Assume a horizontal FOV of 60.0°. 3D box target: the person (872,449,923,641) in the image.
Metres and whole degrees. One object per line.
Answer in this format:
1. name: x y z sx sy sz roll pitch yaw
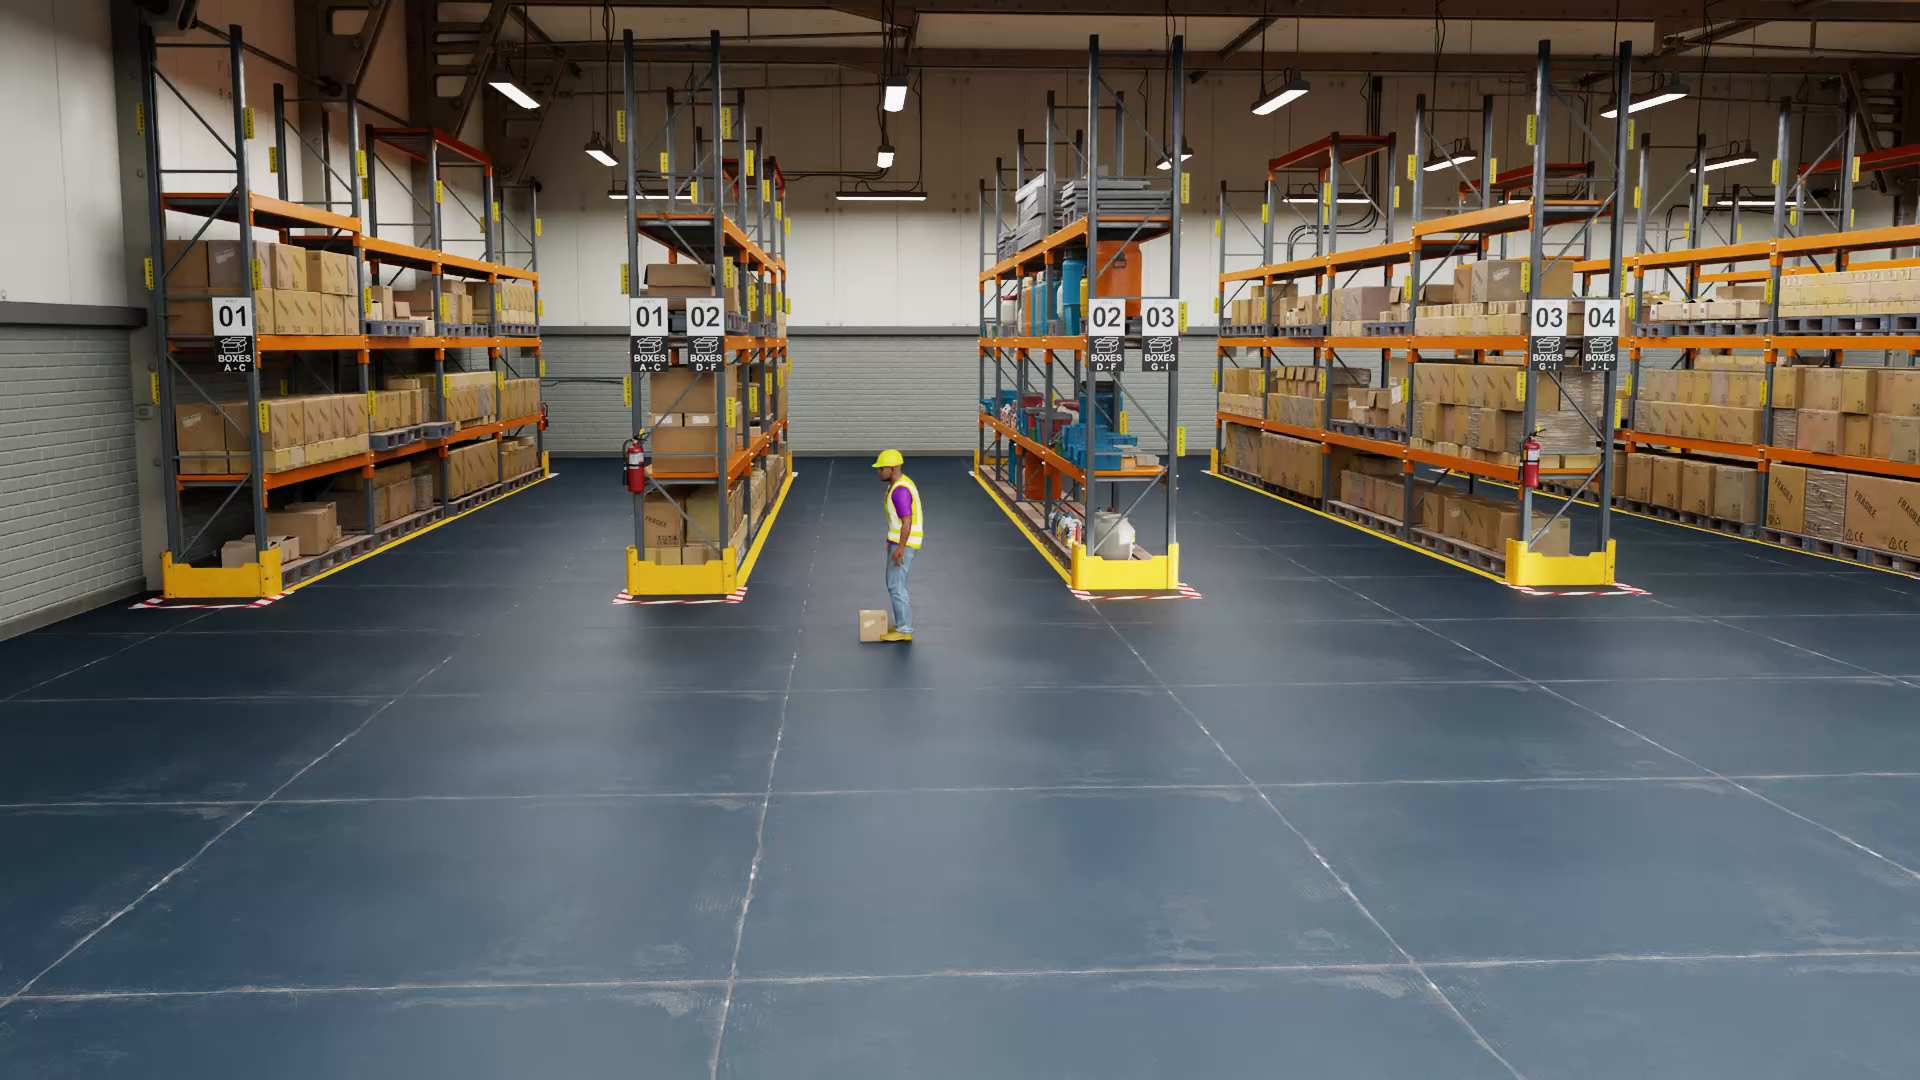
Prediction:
1. person: -0.578 0.042 15.323 0.462 1.759 0.628 -1 7 -7
